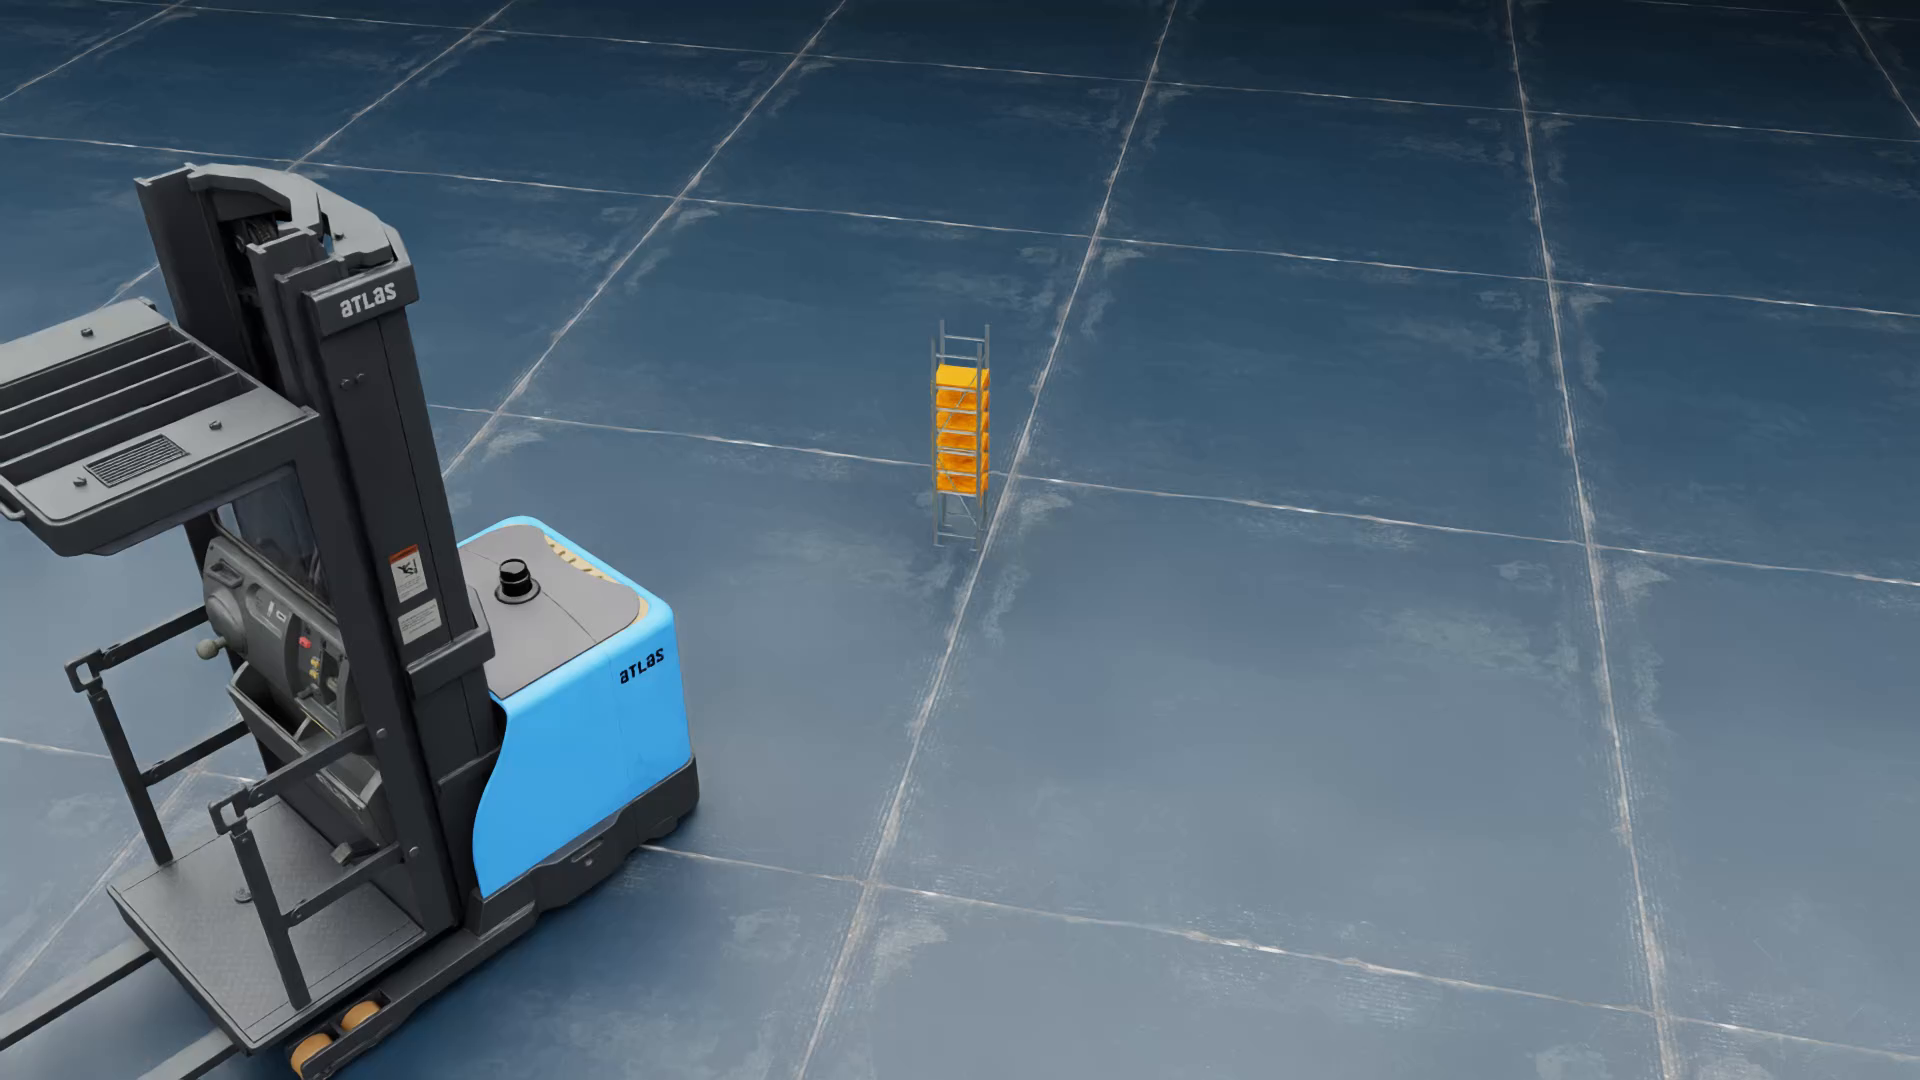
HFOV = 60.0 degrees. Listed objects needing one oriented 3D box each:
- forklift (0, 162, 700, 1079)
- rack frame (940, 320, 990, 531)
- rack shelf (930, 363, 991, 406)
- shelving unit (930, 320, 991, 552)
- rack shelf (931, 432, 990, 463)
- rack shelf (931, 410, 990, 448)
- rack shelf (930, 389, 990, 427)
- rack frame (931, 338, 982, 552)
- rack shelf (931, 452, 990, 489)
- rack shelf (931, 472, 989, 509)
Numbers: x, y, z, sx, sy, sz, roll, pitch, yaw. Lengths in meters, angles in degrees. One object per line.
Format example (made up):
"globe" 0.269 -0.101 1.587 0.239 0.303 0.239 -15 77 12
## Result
"forklift" -2.446 0.388 5.488 1.130 2.935 3.031 28 44 33
"rack frame" 0.023 -0.547 8.252 0.240 1.200 0.006 7 37 10
"rack shelf" 0.003 -0.750 7.994 0.258 0.103 0.180 7 37 10
"shelving unit" 0.003 -0.494 8.179 0.258 1.200 0.189 7 37 10
"rack shelf" 0.003 -0.458 8.206 0.258 0.103 0.180 7 37 10
"rack shelf" 0.003 -0.555 8.135 0.258 0.103 0.180 7 37 10
"rack shelf" 0.003 -0.652 8.065 0.258 0.103 0.180 7 37 10
"rack frame" -0.016 -0.442 8.107 0.240 1.200 0.006 7 37 10
"rack shelf" 0.003 -0.361 8.276 0.258 0.103 0.180 7 37 10
"rack shelf" 0.003 -0.264 8.346 0.258 0.103 0.180 7 37 10
